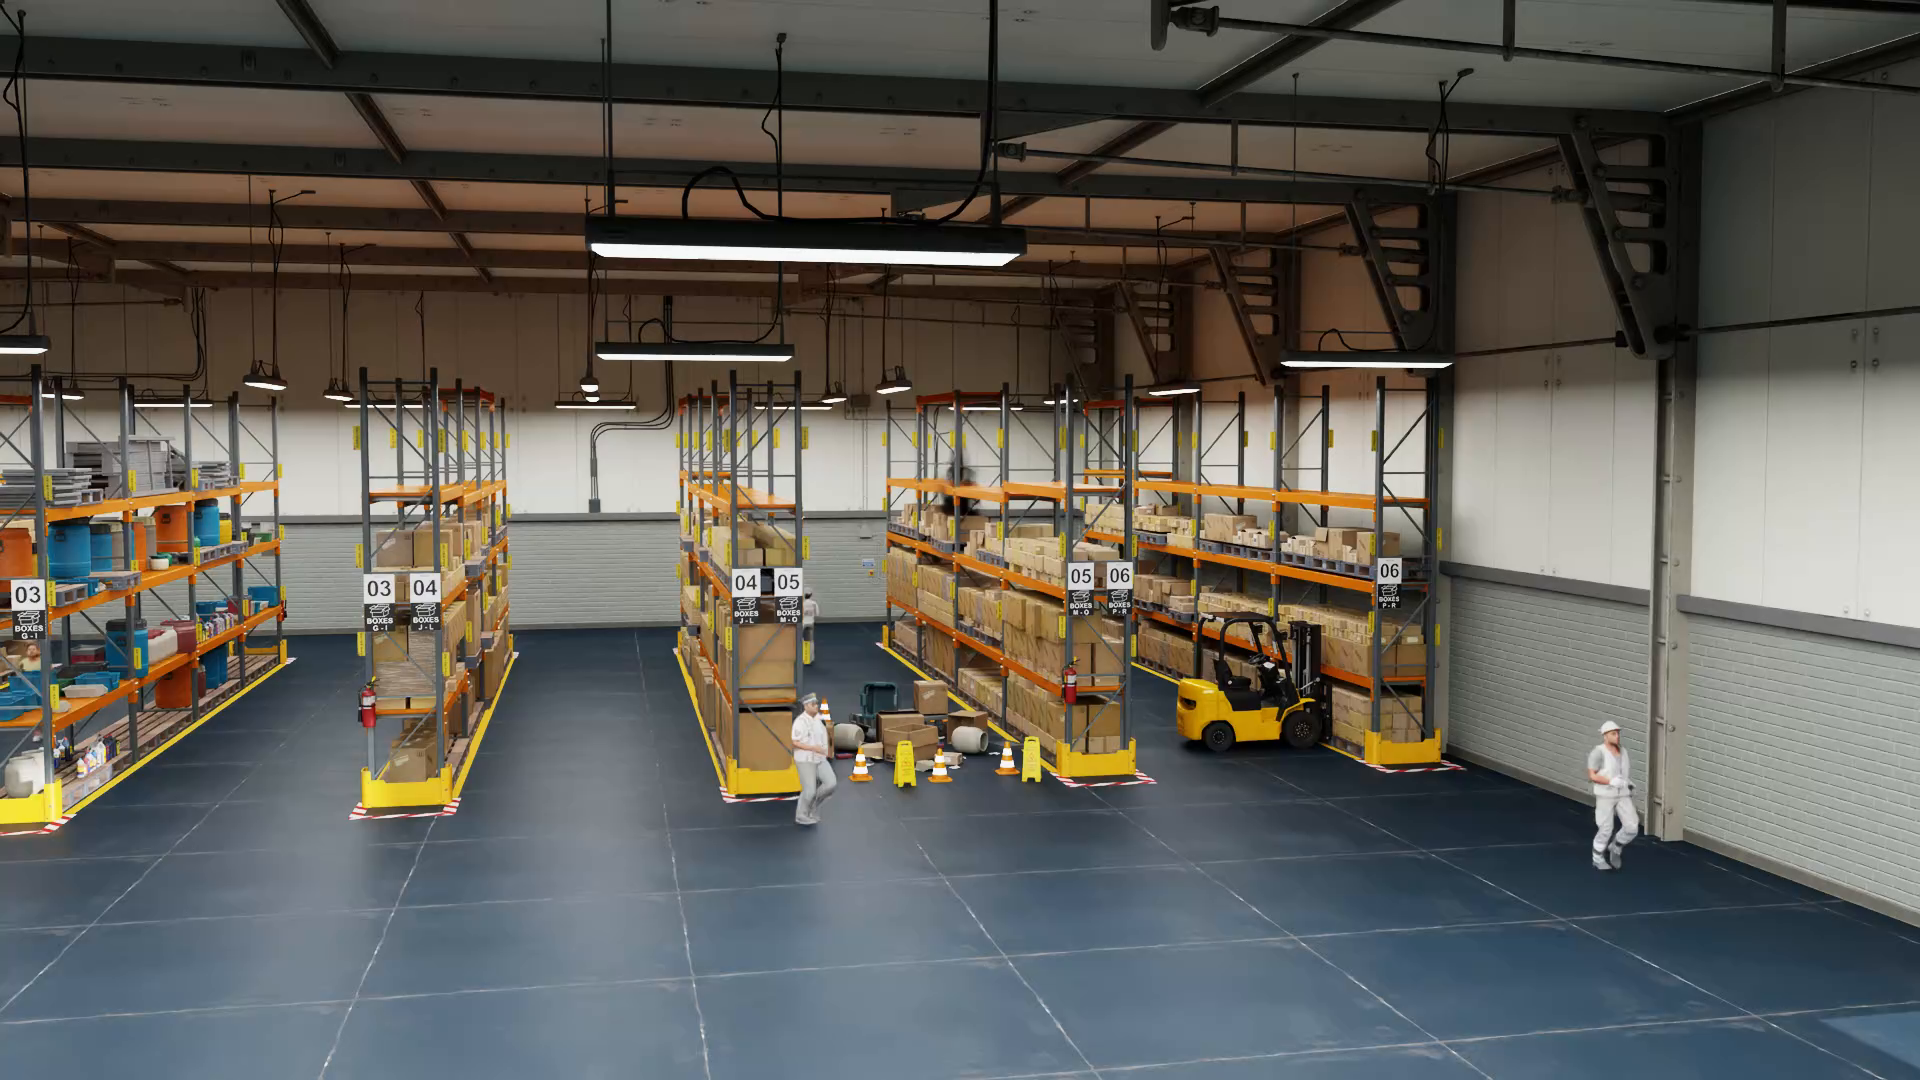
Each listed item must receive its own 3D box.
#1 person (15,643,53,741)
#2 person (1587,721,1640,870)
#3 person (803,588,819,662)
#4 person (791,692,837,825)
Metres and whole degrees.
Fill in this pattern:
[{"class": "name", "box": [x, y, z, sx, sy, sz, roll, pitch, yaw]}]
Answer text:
[{"class": "person", "box": [-15.487, 2.535, 27.797, 0.567, 1.641, 0.573, -1, 3, -12]}, {"class": "person", "box": [7.551, 2.966, 19.169, 0.641, 1.746, 0.640, -1, 3, -12]}, {"class": "person", "box": [-3.468, 1.940, 37.496, 0.620, 1.726, 0.742, -1, 4, -14]}, {"class": "person", "box": [-1.880, 2.841, 21.556, 0.634, 1.752, 0.638, 3, 4, 38]}]
